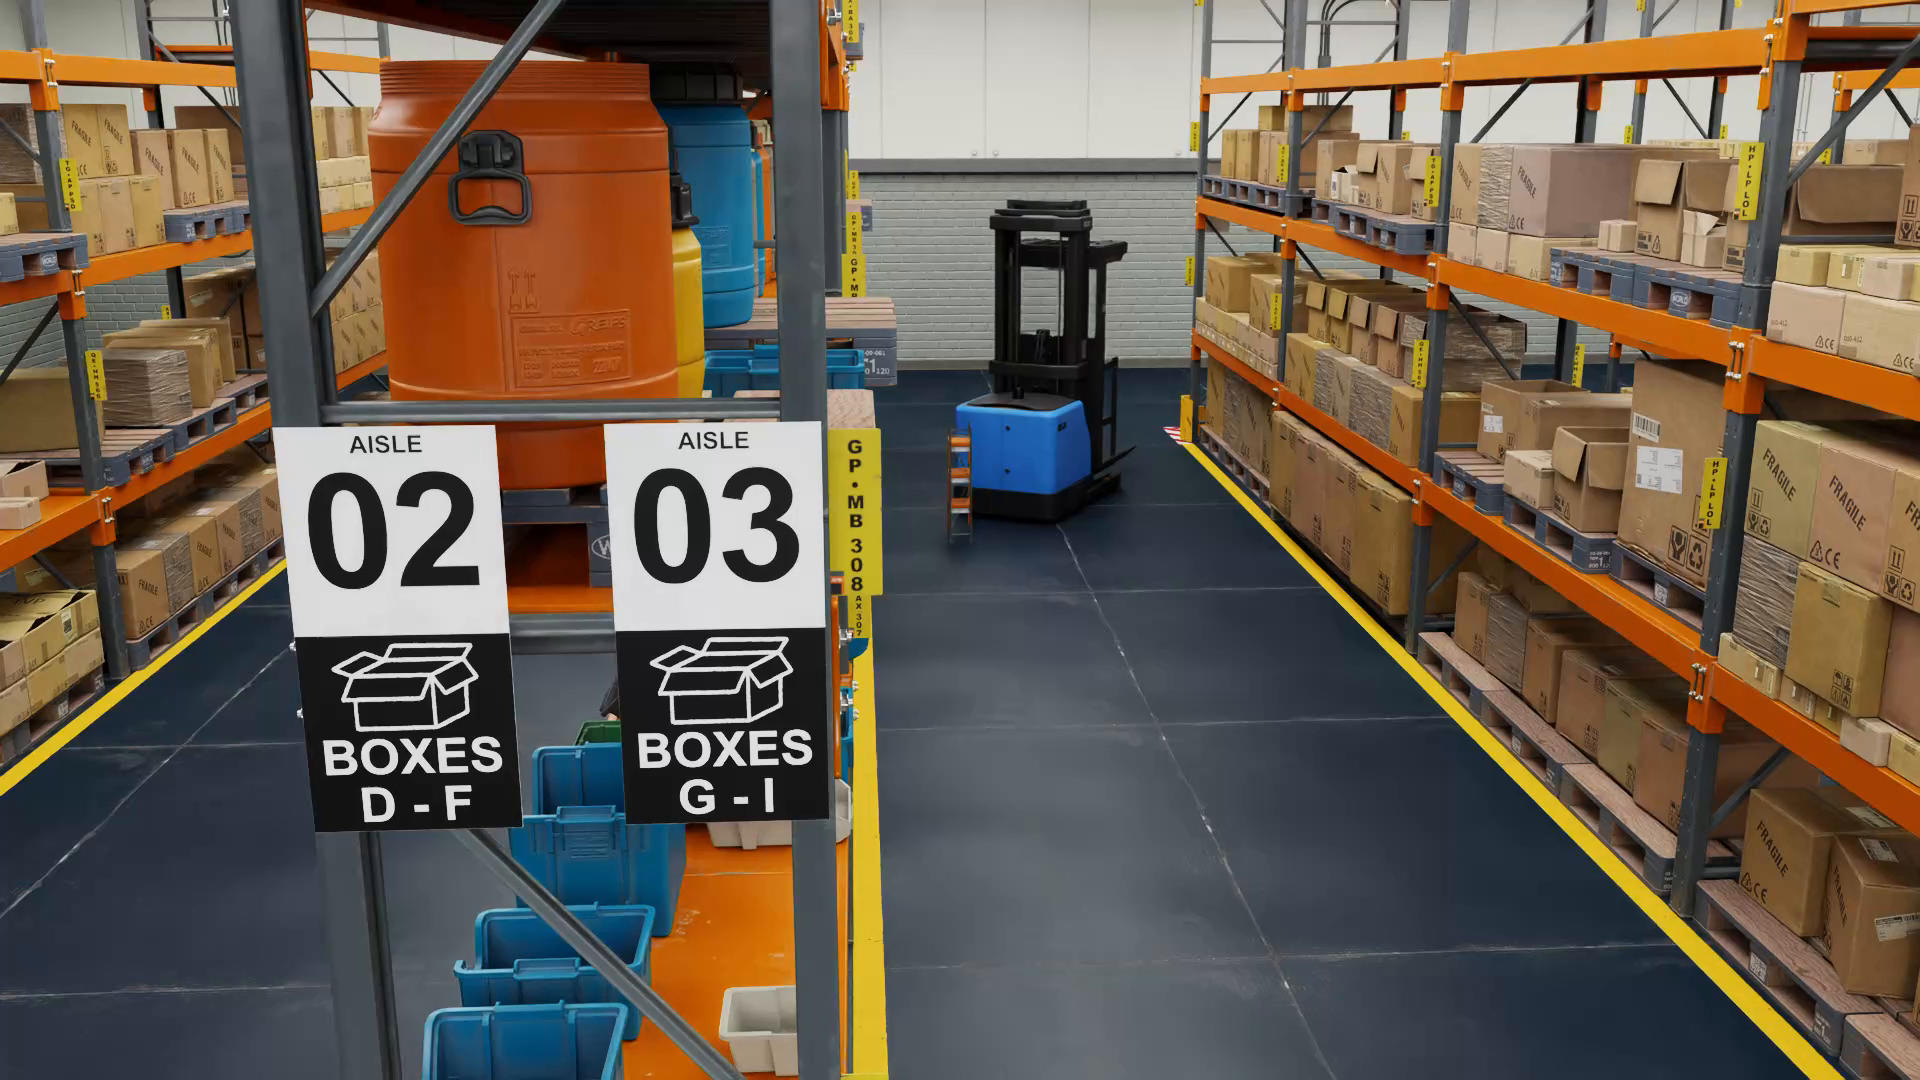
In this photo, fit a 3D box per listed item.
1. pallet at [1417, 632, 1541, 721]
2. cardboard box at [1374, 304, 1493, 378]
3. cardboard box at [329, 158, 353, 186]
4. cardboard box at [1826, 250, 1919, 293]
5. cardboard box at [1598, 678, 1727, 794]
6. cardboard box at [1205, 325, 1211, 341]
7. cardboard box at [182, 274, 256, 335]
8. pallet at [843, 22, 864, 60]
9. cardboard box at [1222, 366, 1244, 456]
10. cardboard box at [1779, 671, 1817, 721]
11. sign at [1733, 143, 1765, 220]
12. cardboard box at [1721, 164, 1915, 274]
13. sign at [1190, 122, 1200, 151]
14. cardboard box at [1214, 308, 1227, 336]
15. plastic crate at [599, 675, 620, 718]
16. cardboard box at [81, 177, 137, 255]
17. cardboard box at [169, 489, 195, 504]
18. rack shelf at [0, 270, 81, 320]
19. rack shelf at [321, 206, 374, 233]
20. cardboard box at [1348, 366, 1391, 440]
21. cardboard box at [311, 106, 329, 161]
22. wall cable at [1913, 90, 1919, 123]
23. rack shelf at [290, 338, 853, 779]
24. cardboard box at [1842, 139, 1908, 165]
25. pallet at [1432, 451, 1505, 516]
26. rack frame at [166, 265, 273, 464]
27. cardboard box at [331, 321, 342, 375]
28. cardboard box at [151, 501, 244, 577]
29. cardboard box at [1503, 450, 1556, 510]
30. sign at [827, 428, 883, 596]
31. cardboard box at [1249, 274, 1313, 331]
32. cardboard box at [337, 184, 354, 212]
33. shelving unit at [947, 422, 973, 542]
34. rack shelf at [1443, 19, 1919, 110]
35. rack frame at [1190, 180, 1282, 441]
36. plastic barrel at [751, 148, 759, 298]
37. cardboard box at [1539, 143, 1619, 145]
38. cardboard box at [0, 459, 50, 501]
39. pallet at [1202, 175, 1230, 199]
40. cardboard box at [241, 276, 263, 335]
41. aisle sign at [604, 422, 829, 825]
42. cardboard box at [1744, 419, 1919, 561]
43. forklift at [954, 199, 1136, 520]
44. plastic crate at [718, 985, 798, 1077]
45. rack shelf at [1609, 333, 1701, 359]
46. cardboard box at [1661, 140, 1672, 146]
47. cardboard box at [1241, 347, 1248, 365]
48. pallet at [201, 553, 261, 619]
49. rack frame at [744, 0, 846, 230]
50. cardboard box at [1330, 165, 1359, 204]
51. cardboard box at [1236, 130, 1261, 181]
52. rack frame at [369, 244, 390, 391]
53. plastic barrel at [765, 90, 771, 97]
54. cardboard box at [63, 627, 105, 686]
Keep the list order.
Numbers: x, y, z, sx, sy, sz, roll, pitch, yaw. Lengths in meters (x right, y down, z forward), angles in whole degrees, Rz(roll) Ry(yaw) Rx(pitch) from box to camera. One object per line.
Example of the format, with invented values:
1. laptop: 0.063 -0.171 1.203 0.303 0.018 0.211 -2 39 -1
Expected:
1. pallet: 3.746 0.892 11.137 1.003 0.211 1.213 -1 14 -3
2. cardboard box: 3.632 -1.532 12.745 0.797 0.503 0.637 -1 14 -2
3. cardboard box: -6.302 -3.616 16.339 0.500 0.250 0.500 -1 14 -3
4. cardboard box: 3.744 -1.081 6.688 0.380 0.149 0.250 -2 15 -6
5. cardboard box: 3.920 1.067 8.992 0.700 0.500 0.500 -1 14 -4
6. cardboard box: 2.930 -2.300 18.451 0.380 0.149 0.250 -1 14 -5
7. cardboard box: -6.726 -2.150 15.157 0.500 0.500 0.500 -1 14 -3
8. pallet: -1.258 -3.377 11.273 1.213 0.211 1.003 -1 14 -3
9. cardboard box: 3.379 -1.433 17.997 0.875 0.875 0.875 -1 14 -3
10. cardboard box: 3.706 0.646 7.002 0.380 0.149 0.250 -1 14 -3
11. sign: 3.393 -1.543 7.155 0.100 0.325 0.005 -1 14 -3
12. cardboard box: 4.017 -1.483 7.700 0.797 0.503 0.637 -2 15 -6
13. sign: 2.649 -4.550 18.758 0.100 0.325 0.005 -1 14 -3
14. cardboard box: 3.030 -2.336 17.791 0.500 0.250 0.500 -1 14 -5
15. plastic crate: -1.091 0.580 6.876 0.767 0.338 0.504 -1 14 -3
16. cardboard box: -6.281 -2.237 11.481 0.910 0.500 0.500 -1 14 -3
17. cardboard box: -6.582 -0.117 13.597 0.500 0.500 0.500 -1 14 -3
18. rack shelf: -6.064 -1.108 8.737 1.077 0.370 4.000 -1 14 -3
19. rack shelf: -6.560 -3.098 16.470 1.077 0.370 4.000 -1 14 -3
20. cardboard box: 3.361 -1.074 12.979 0.500 0.500 0.500 -1 14 -5
21. cardboard box: -6.431 -3.852 15.752 0.700 0.500 0.500 -1 14 -3
22. wall cable: 13.212 -7.122 24.649 2.355 3.000 0.029 -1 14 -3
23. rack shelf: -0.873 -0.189 5.164 1.077 0.370 4.000 -1 14 -3
24. cardboard box: 8.322 -3.308 14.800 0.700 0.500 0.500 -1 14 -3
25. pallet: 3.850 -0.385 10.887 1.213 0.211 1.003 -1 14 -3
26. rack frame: -6.436 -1.496 14.821 1.000 3.000 0.127 -1 14 -3
27. cardboard box: -6.231 -1.803 15.812 0.500 0.500 0.500 -1 14 -2
28. cardboard box: -6.033 -0.006 13.163 0.500 0.500 0.500 -1 14 -5
29. cardboard box: 3.573 -0.364 9.878 0.500 0.250 0.500 -1 14 -5
30. sign: -0.199 -0.052 3.169 0.100 0.325 0.005 -1 14 -3
31. cardboard box: 3.129 -2.317 16.213 0.500 0.500 0.500 -1 14 -3
32. cardboard box: -6.310 -3.374 16.401 0.500 0.250 0.500 -1 14 -3
33. shelving unit: -0.003 -0.522 14.947 0.215 1.050 0.252 -1 14 -3
34. rack shelf: 3.823 -2.519 9.004 1.077 0.370 4.000 -1 14 -3
35. rack frame: 3.203 -2.643 19.278 1.000 3.000 0.127 -1 14 -3
36. plastic barrel: -1.285 -1.563 8.056 0.600 0.901 0.600 0 14 0
37. cardboard box: 3.978 -2.282 10.650 0.500 0.500 0.500 -1 14 -2
38. cardboard box: -6.209 -0.367 10.611 0.500 0.311 0.500 0 14 0
39. pallet: 3.260 -3.868 18.199 1.003 0.211 1.213 -1 14 -3
40. cardboard box: -6.185 -2.150 15.156 0.500 0.500 0.500 -1 14 -2
41. aisle sign: -0.452 0.167 3.139 0.394 0.787 0.004 -1 14 -3
42. cardboard box: 3.721 -0.219 7.054 0.500 0.500 0.500 -1 14 -3
43. forklift: 0.999 -1.927 16.633 1.130 2.935 3.031 6 16 23
44. plastic crate: -0.483 1.313 4.432 0.298 0.136 0.250 -1 14 -3
45. rack shelf: 8.284 -1.848 17.634 1.077 0.370 4.000 -1 14 -3
46. cardboard box: 7.895 -4.293 18.170 0.380 0.149 0.250 -1 14 -4
47. cardboard box: 3.041 -1.853 16.713 0.380 0.149 0.250 -1 14 -2
48. pallet: -6.269 0.360 13.202 1.003 0.211 1.213 -1 14 -3
49. rack frame: -1.244 -3.482 10.500 1.000 3.000 0.127 -1 14 -3
50. cardboard box: 3.429 -2.987 13.931 0.500 0.311 0.500 -1 14 -5
51. cardboard box: 3.284 -3.998 17.279 0.700 0.500 0.500 -2 15 -7
52. rack frame: -6.684 -2.491 18.687 1.000 3.000 0.127 -1 14 -3
53. plastic barrel: -1.234 -3.048 12.985 0.600 0.901 0.708 -1 14 -3
54. cardboard box: -5.912 0.754 10.751 0.500 0.250 0.500 -1 14 -2
